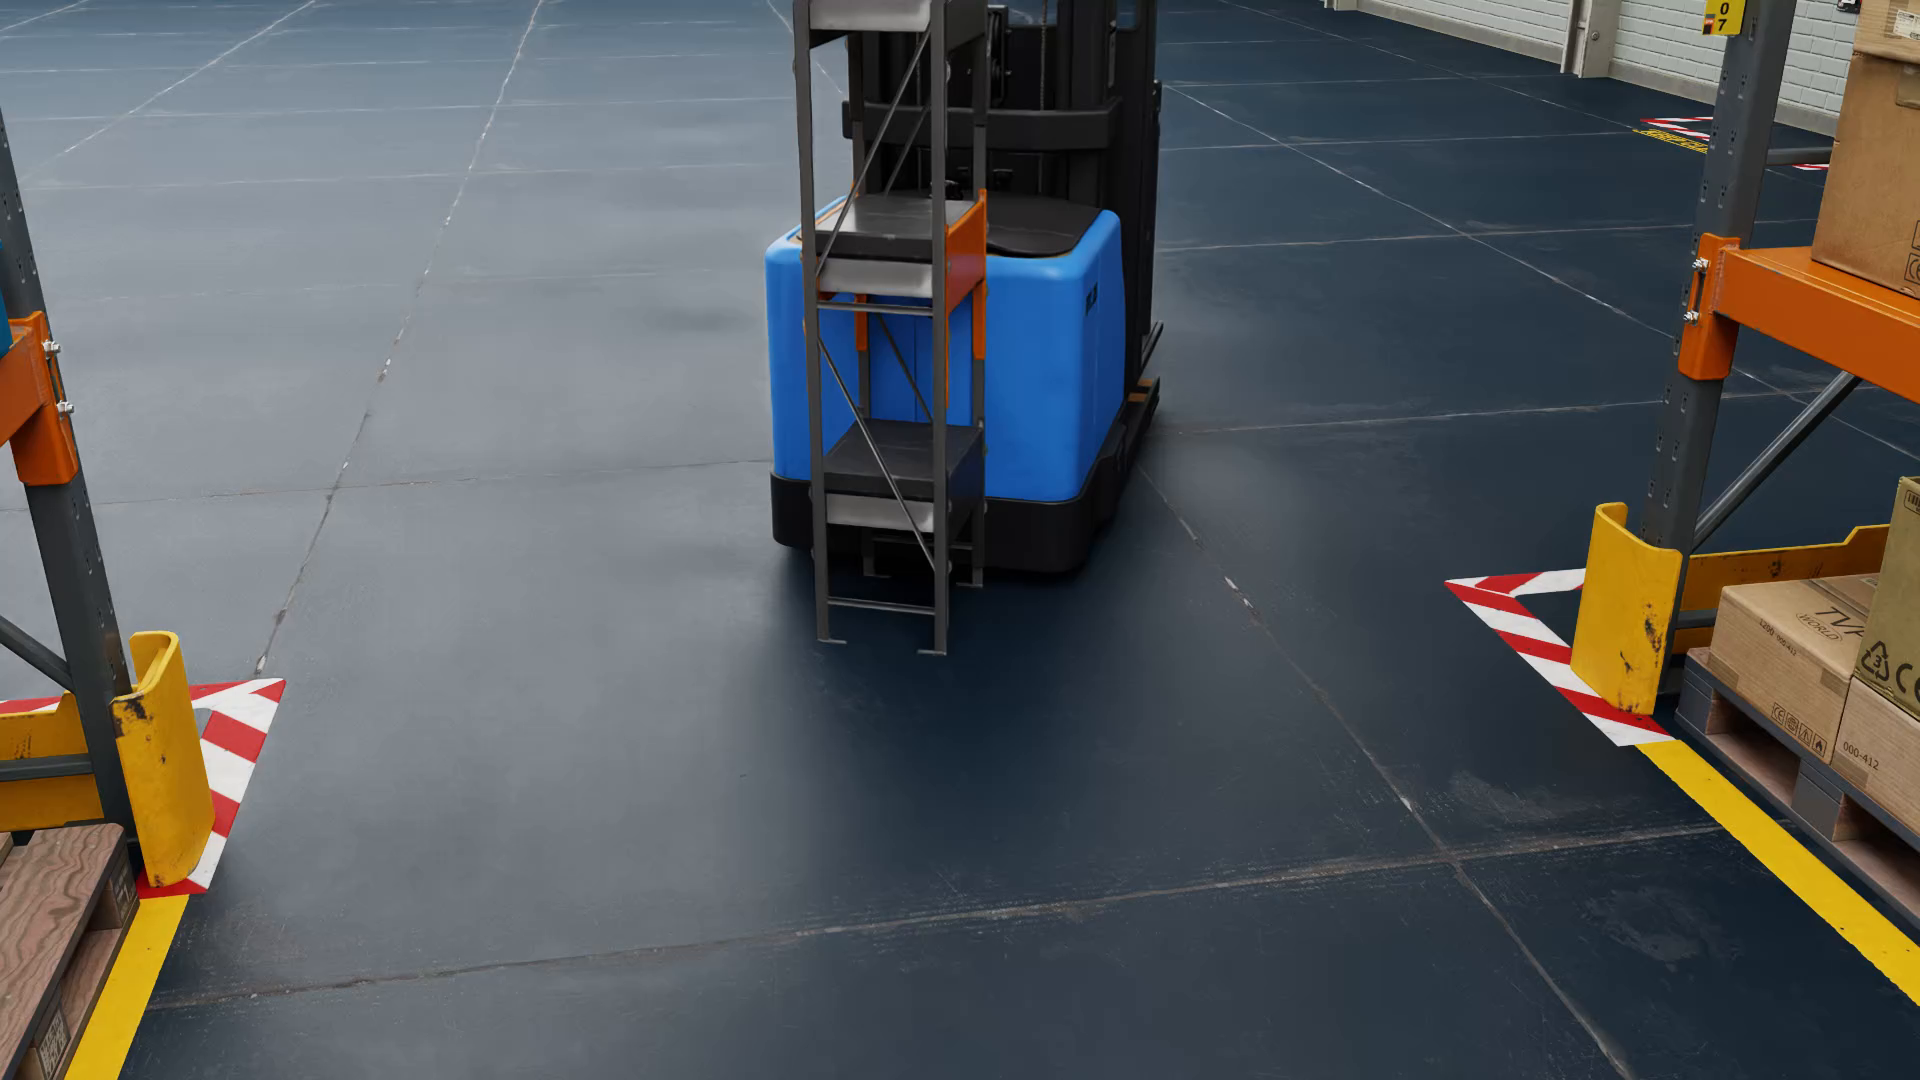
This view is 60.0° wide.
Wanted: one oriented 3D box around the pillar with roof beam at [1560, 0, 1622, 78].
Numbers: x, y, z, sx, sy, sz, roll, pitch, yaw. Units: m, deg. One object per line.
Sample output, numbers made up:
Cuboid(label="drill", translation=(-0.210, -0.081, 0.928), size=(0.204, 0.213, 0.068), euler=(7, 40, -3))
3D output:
Cuboid(label="pillar with roof beam", translation=(1.791, -8.290, 13.489), size=(9.100, 9.000, 0.400), euler=(-4, 24, -10))

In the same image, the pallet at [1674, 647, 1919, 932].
Cuboid(label="pallet", translation=(2.576, 0.593, 4.129), size=(1.003, 0.211, 1.213), euler=(-4, 24, -10))

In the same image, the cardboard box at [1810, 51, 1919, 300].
Cuboid(label="cardboard box", translation=(2.468, -0.844, 3.810), size=(0.700, 0.500, 0.500), euler=(-4, 24, -10))

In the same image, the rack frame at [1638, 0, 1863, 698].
Cuboid(label="rack frame", translation=(2.394, -0.983, 4.253), size=(1.000, 3.000, 0.127), euler=(-4, 24, -10))

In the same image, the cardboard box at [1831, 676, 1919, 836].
Cuboid(label="cardboard box", translation=(2.370, 0.509, 3.749), size=(0.500, 0.250, 0.500), euler=(-4, 24, -10))

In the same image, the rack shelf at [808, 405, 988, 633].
Cuboid(label="rack shelf", translation=(-0.177, -0.074, 5.079), size=(0.431, 0.518, 0.480), euler=(5, 24, 12))

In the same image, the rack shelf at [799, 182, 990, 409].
Cuboid(label="rack shelf", translation=(-0.177, -0.715, 4.799), size=(0.431, 0.518, 0.480), euler=(5, 24, 12))

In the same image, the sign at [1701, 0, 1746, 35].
Cuboid(label="sign", translation=(1.847, -1.377, 3.975), size=(0.100, 0.325, 0.005), euler=(-4, 24, -10))

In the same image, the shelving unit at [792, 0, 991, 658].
Cuboid(label="shelving unit", translation=(-0.177, -0.728, 4.793), size=(0.431, 2.100, 0.503), euler=(5, 24, 12))

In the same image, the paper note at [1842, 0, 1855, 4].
Cuboid(label="paper note", translation=(6.747, -4.146, 12.595), size=(0.016, 0.148, 0.142), euler=(-4, 24, -10))

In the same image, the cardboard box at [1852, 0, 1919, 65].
Cuboid(label="cardboard box", translation=(2.255, -1.156, 3.713), size=(0.380, 0.149, 0.250), euler=(-4, 24, -10))

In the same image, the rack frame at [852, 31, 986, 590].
Cuboid(label="rack frame", translation=(-0.120, -0.823, 5.011), size=(0.400, 2.100, 0.015), euler=(5, 24, 12))

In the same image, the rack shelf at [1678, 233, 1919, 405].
Cuboid(label="rack shelf", translation=(2.764, 0.134, 2.595), size=(1.077, 0.370, 4.000), euler=(-4, 24, -10))

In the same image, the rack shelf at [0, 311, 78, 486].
Cuboid(label="rack shelf", translation=(-2.105, 0.499, 1.759), size=(1.077, 0.370, 4.000), euler=(-4, 24, -10))

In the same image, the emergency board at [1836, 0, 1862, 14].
Cuboid(label="emergency board", translation=(6.712, -4.474, 12.247), size=(0.194, 1.169, 0.643), euler=(-4, 24, -10))

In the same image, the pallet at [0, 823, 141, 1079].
Cuboid(label="pallet", translation=(-2.270, 1.007, 3.182), size=(1.003, 0.211, 1.213), euler=(-4, 24, -10))

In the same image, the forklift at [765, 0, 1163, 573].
Cuboid(label="forklift", translation=(0.213, -1.801, 6.213), size=(1.130, 2.935, 3.031), euler=(5, 24, 12))

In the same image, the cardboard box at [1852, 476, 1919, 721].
Cuboid(label="cardboard box", translation=(2.369, 0.165, 3.598), size=(0.500, 0.500, 0.500), euler=(-4, 24, -10))

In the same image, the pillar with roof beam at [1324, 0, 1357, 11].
Cuboid(label="pillar with roof beam", translation=(0.682, -10.650, 18.892), size=(9.100, 9.000, 0.400), euler=(-4, 24, -10))

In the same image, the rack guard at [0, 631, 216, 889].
Cuboid(label="rack guard", translation=(-2.415, 0.554, 3.856), size=(1.175, 0.500, 0.348), euler=(-4, 24, -10))

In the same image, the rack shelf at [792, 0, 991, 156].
Cuboid(label="rack shelf", translation=(-0.177, -1.357, 4.519), size=(0.431, 0.518, 0.480), euler=(5, 24, 12))

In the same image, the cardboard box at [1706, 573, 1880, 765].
Cuboid(label="cardboard box", translation=(2.274, 0.312, 4.198), size=(0.500, 0.250, 0.500), euler=(-4, 24, -10))

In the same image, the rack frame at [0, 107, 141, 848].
Cuboid(label="rack frame", translation=(-2.475, -0.618, 3.417), size=(1.000, 3.000, 0.127), euler=(-4, 24, -10))

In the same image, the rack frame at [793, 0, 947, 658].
Cuboid(label="rack frame", translation=(-0.234, -0.633, 4.576), size=(0.400, 2.100, 0.015), euler=(5, 24, 12))

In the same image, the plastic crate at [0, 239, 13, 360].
Cuboid(label="plastic crate", translation=(-2.088, -0.375, 3.046), size=(0.499, 0.251, 0.616), euler=(-4, 24, -10))

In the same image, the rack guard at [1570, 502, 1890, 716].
Cuboid(label="rack guard", translation=(2.389, 0.153, 4.775), size=(1.175, 0.500, 0.348), euler=(-4, 24, -10))
